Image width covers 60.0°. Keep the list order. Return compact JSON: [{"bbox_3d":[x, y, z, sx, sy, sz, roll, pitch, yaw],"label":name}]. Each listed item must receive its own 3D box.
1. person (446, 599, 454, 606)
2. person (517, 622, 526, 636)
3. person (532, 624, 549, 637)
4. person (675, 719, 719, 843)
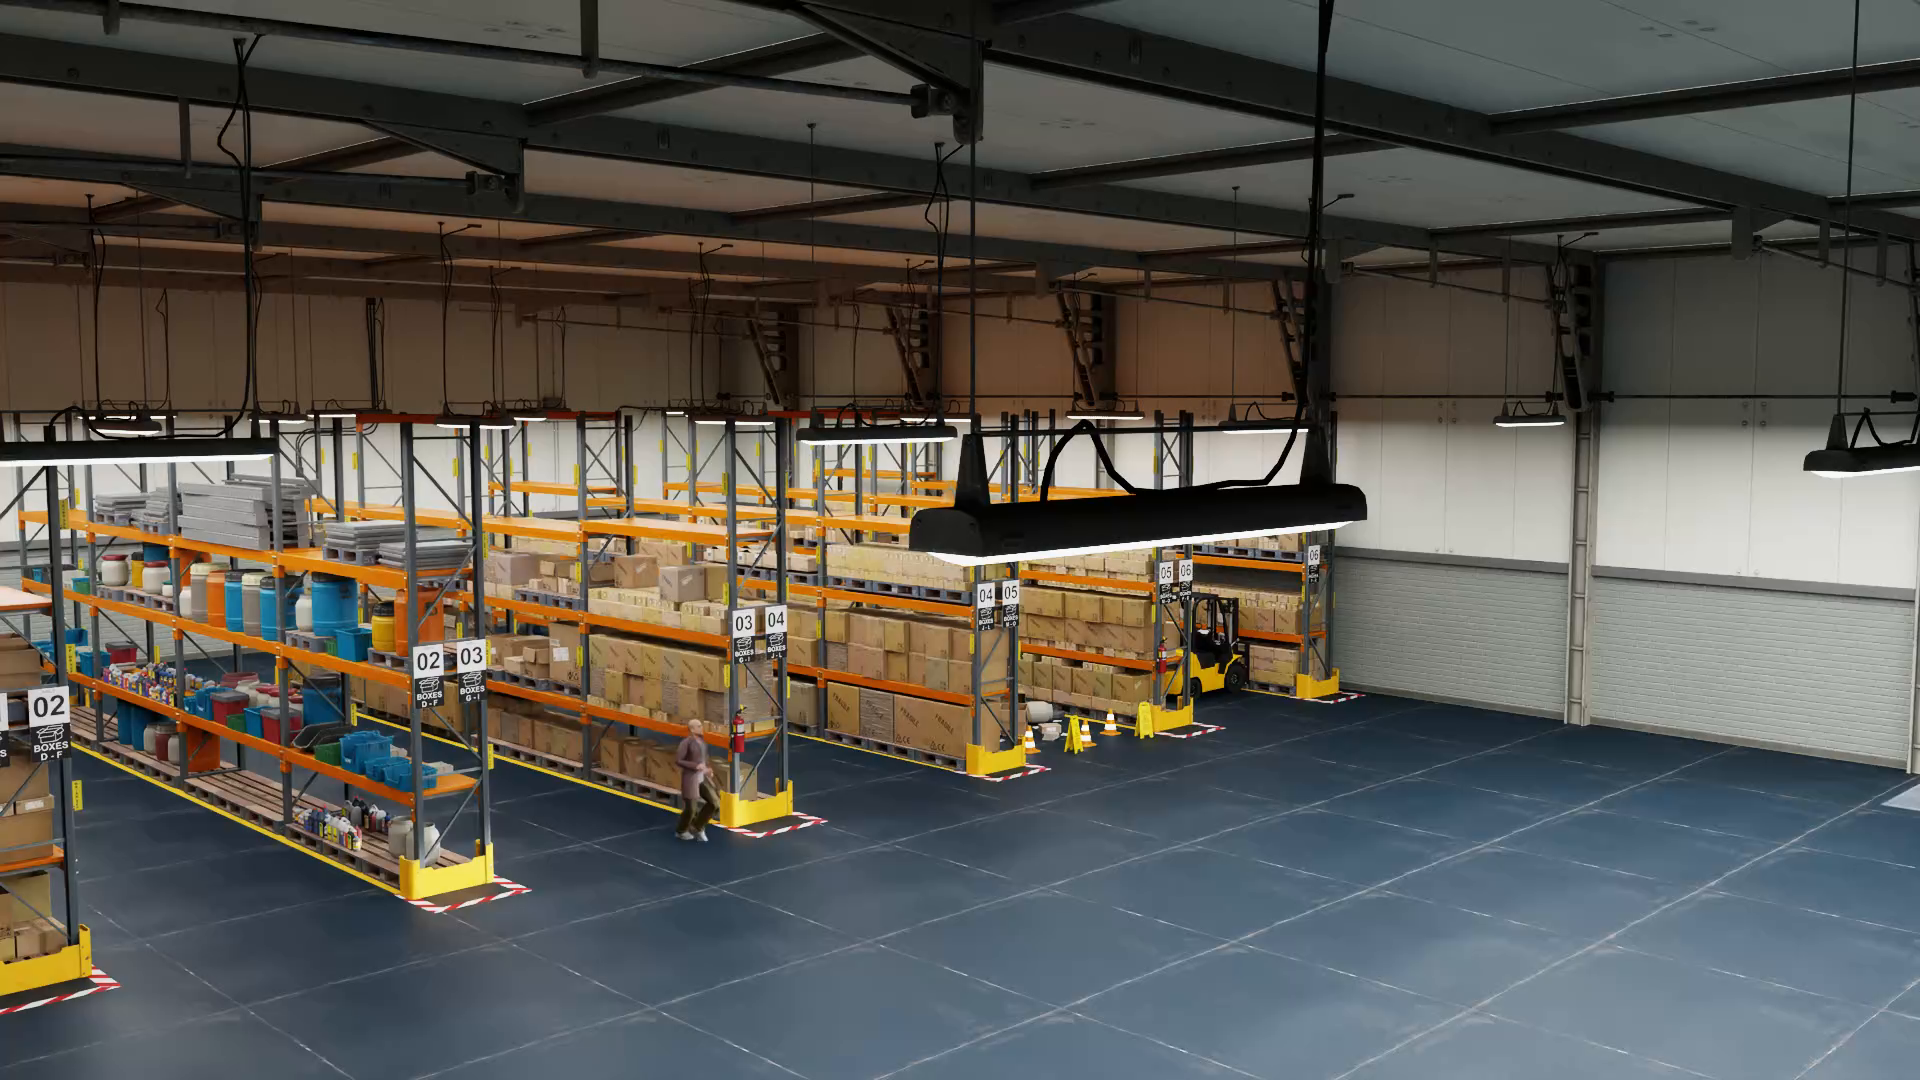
[{"bbox_3d":[-11.783,2.188,38.235,0.730,1.683,0.676,-3,6,-28],"label":"person"},{"bbox_3d":[-10.748,2.137,40.784,0.563,1.311,0.622,0,5,3],"label":"person"},{"bbox_3d":[-10.476,1.956,41.567,0.515,1.570,0.536,-4,6,-37],"label":"person"},{"bbox_3d":[-3.731,3.430,23.672,0.701,1.754,0.758,3,6,34],"label":"person"}]
